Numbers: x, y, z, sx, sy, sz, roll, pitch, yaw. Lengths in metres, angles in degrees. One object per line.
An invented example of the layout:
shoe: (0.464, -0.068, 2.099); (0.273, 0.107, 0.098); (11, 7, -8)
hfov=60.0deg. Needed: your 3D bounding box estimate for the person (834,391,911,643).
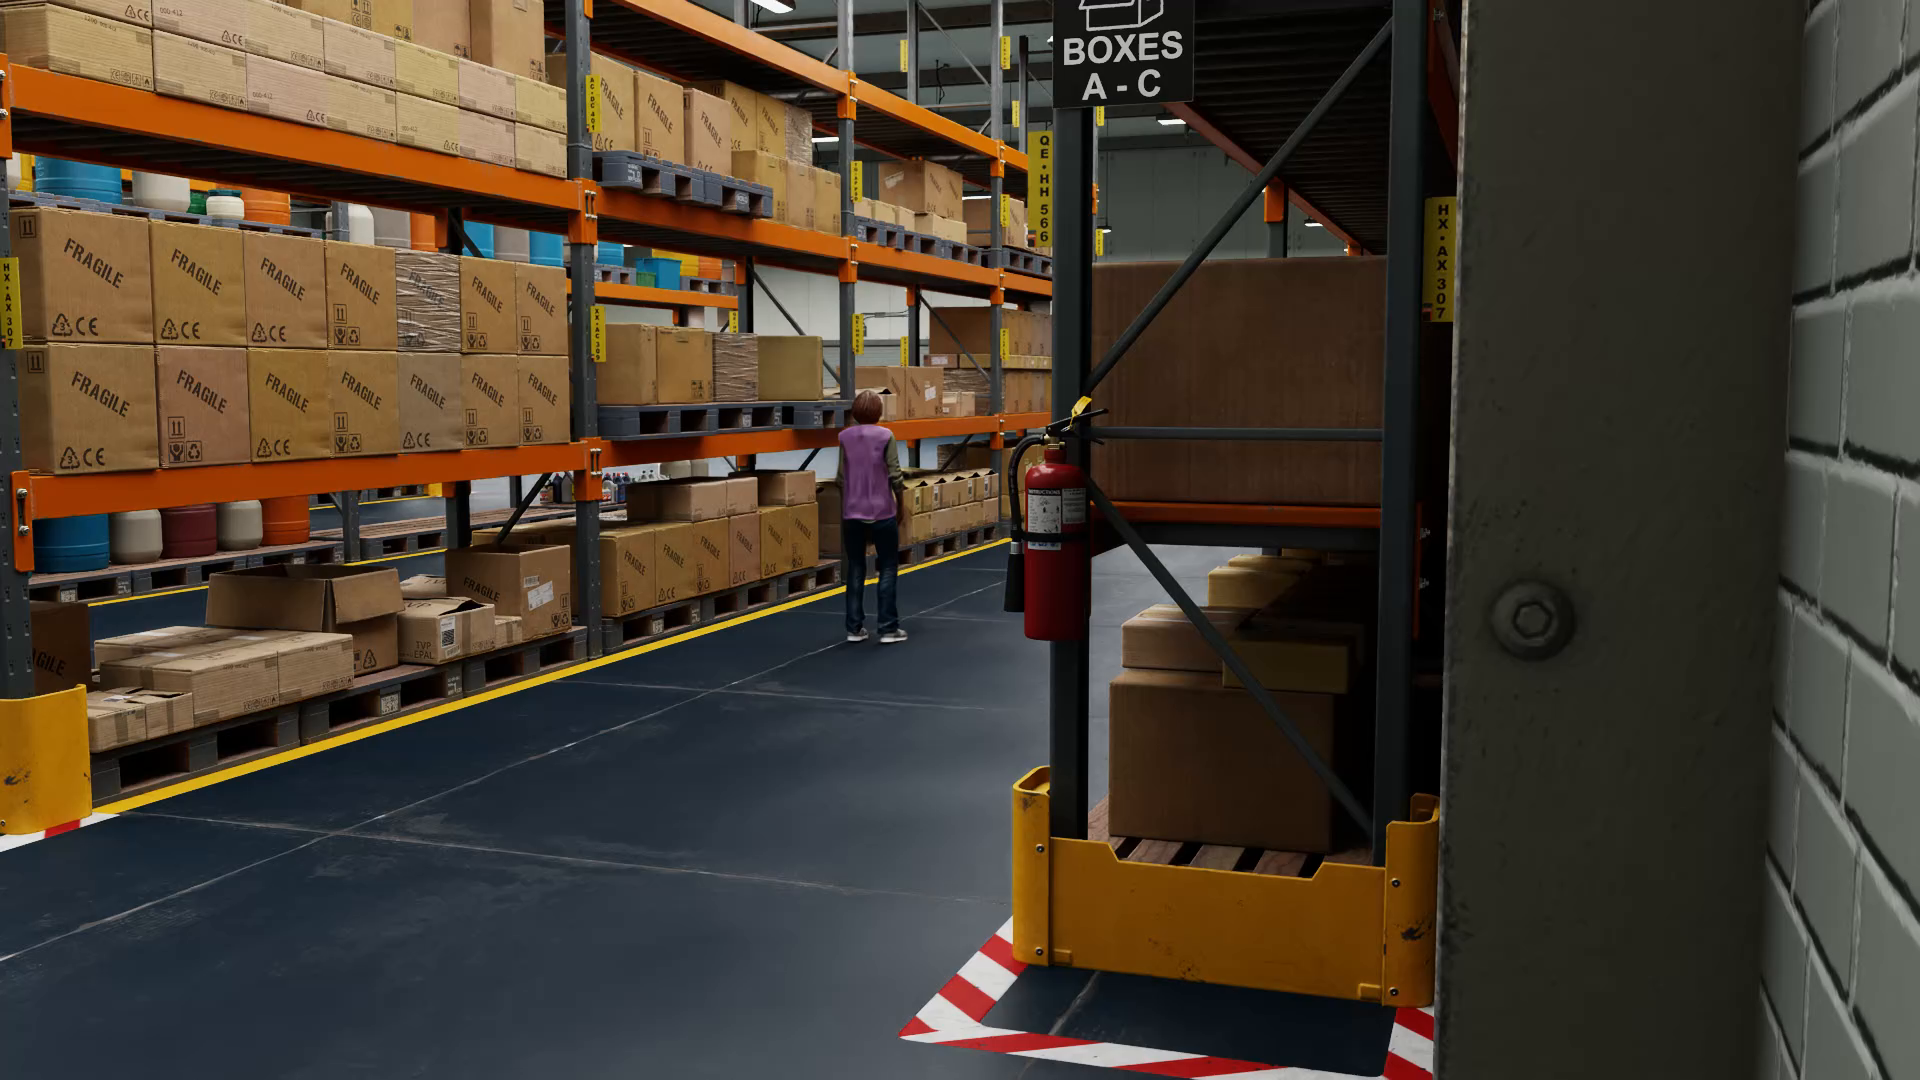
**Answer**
person: (-0.573, -0.137, 10.551); (0.462, 1.582, 0.344); (2, 6, 19)
